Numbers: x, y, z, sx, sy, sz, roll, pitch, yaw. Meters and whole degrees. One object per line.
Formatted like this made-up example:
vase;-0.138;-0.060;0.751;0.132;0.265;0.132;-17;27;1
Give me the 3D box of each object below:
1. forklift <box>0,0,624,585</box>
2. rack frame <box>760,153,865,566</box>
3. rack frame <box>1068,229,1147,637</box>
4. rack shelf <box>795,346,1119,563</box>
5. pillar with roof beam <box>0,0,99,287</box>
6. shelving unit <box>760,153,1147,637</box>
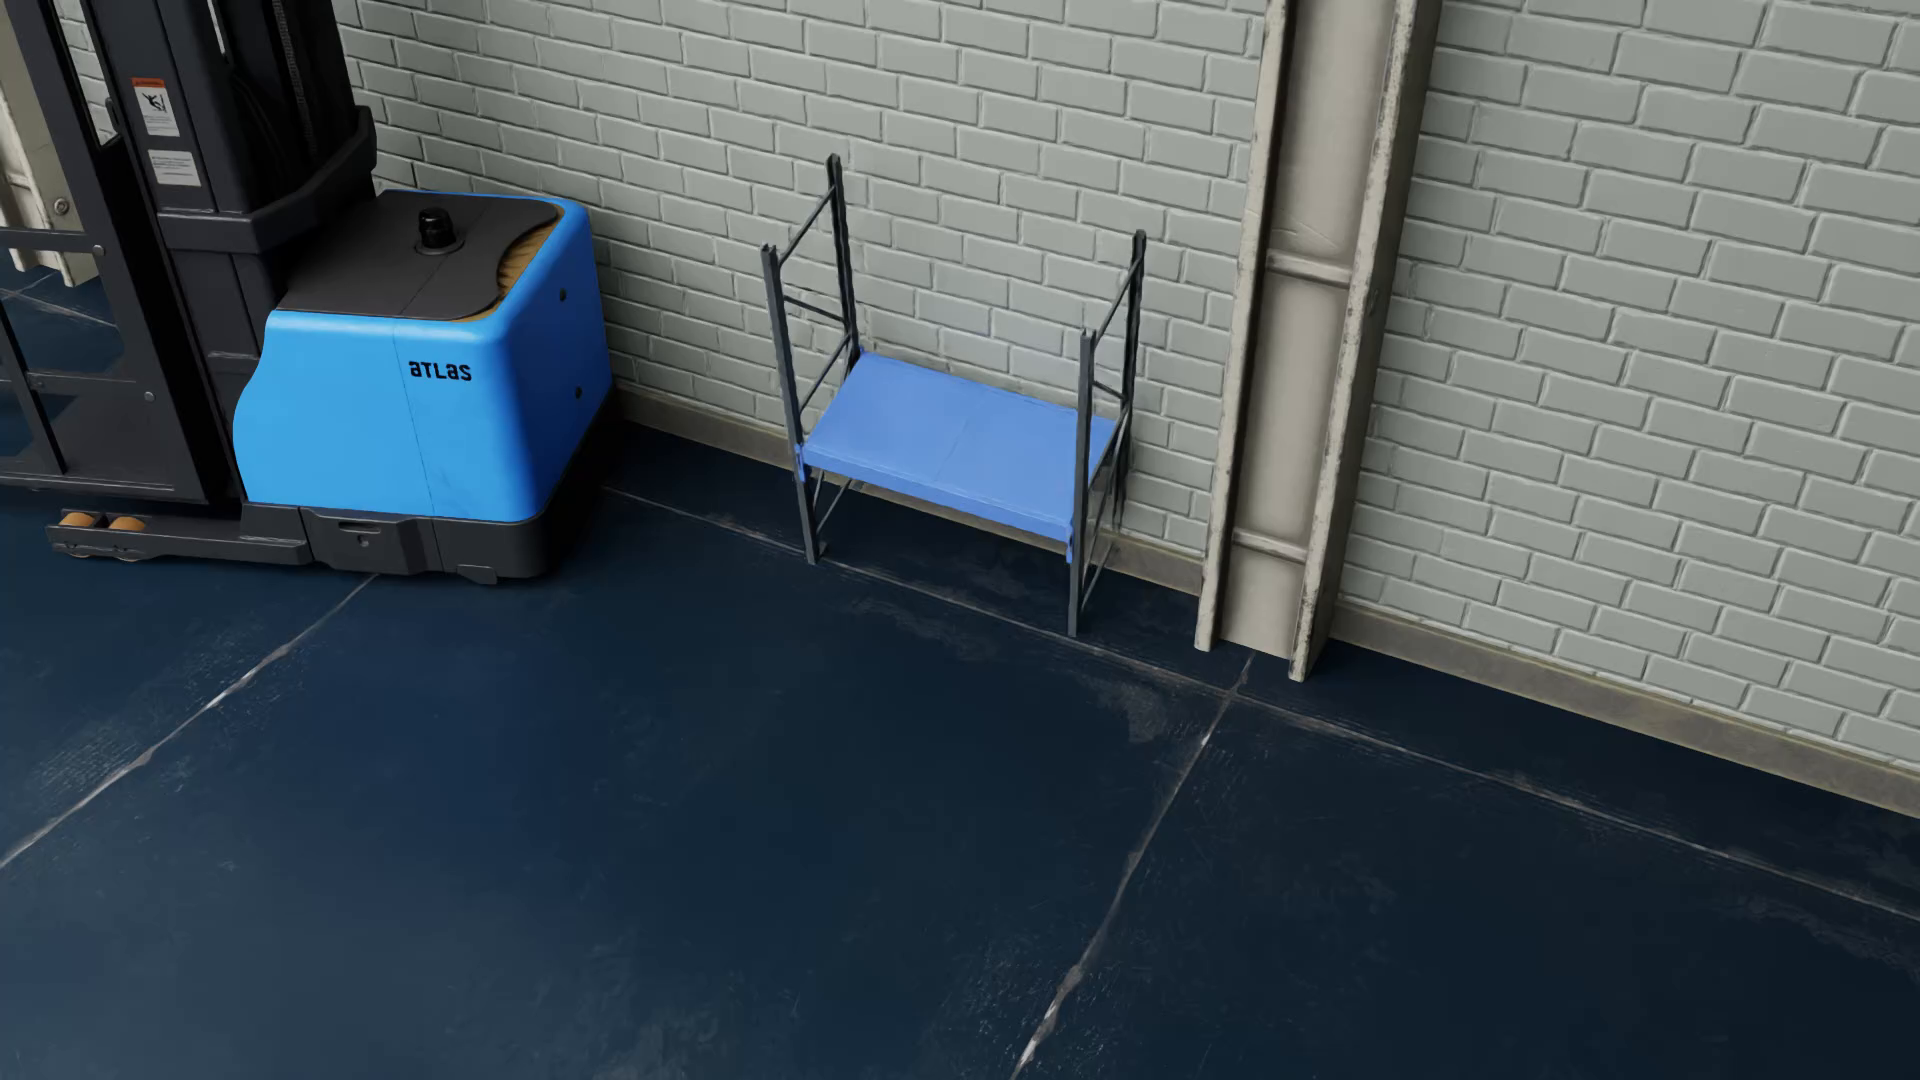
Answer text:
forklift;-2.912;-1.399;5.669;3.031;2.935;1.130;5;37;6
rack frame;-0.469;-0.564;5.690;0.032;1.500;0.500;17;53;15
rack frame;0.469;-0.276;5.425;0.032;1.500;0.500;17;53;15
rack shelf;0.005;-0.306;5.697;1.000;0.185;0.538;17;53;15
pillar with roof beam;-6.252;-2.596;2.228;0.400;9.000;9.100;17;41;21
shelving unit;0.000;-0.420;5.557;1.048;1.500;0.538;17;53;15
